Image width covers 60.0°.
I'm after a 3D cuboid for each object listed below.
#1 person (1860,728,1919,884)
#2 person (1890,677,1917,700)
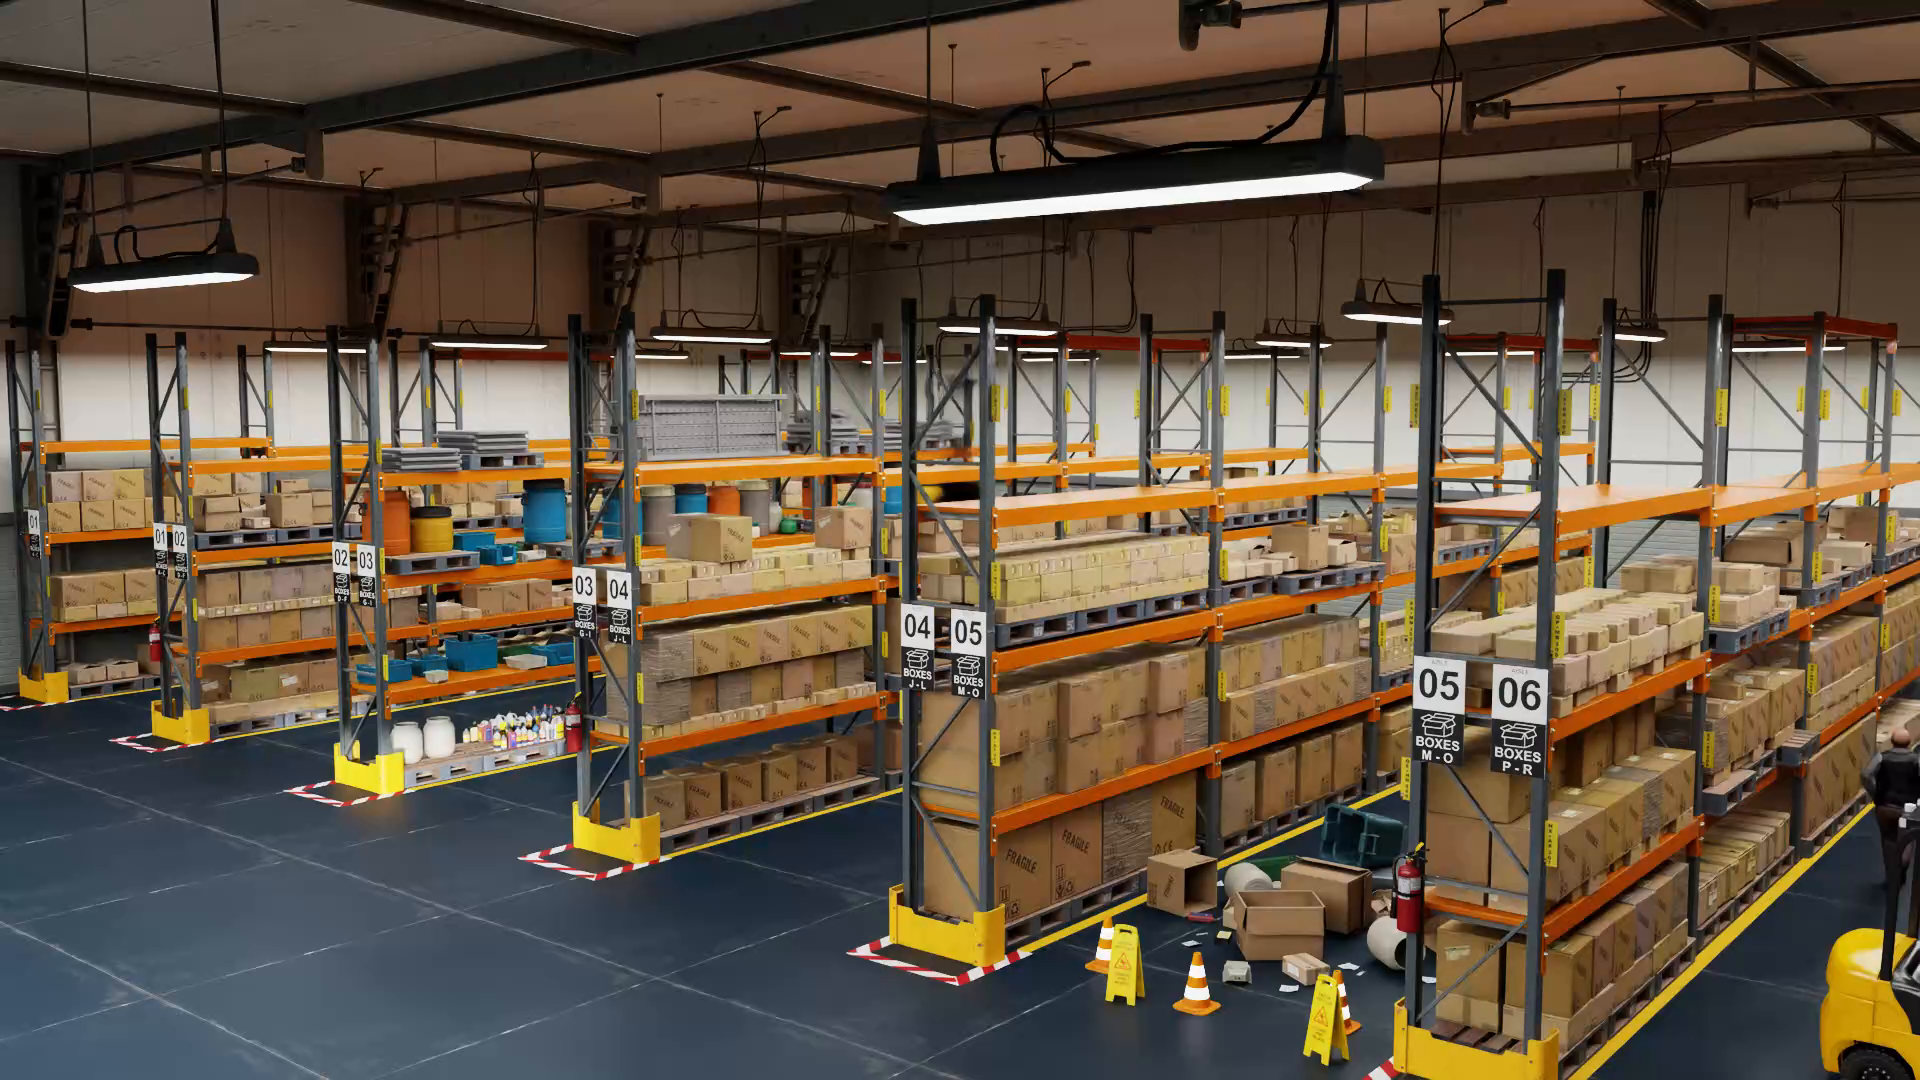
[{"bbox_3d":[9.661,2.799,17.159,0.671,1.719,0.799,3,6,32],"label":"person"},{"bbox_3d":[14.584,2.041,25.738,0.653,1.609,0.553,3,6,26],"label":"person"}]
